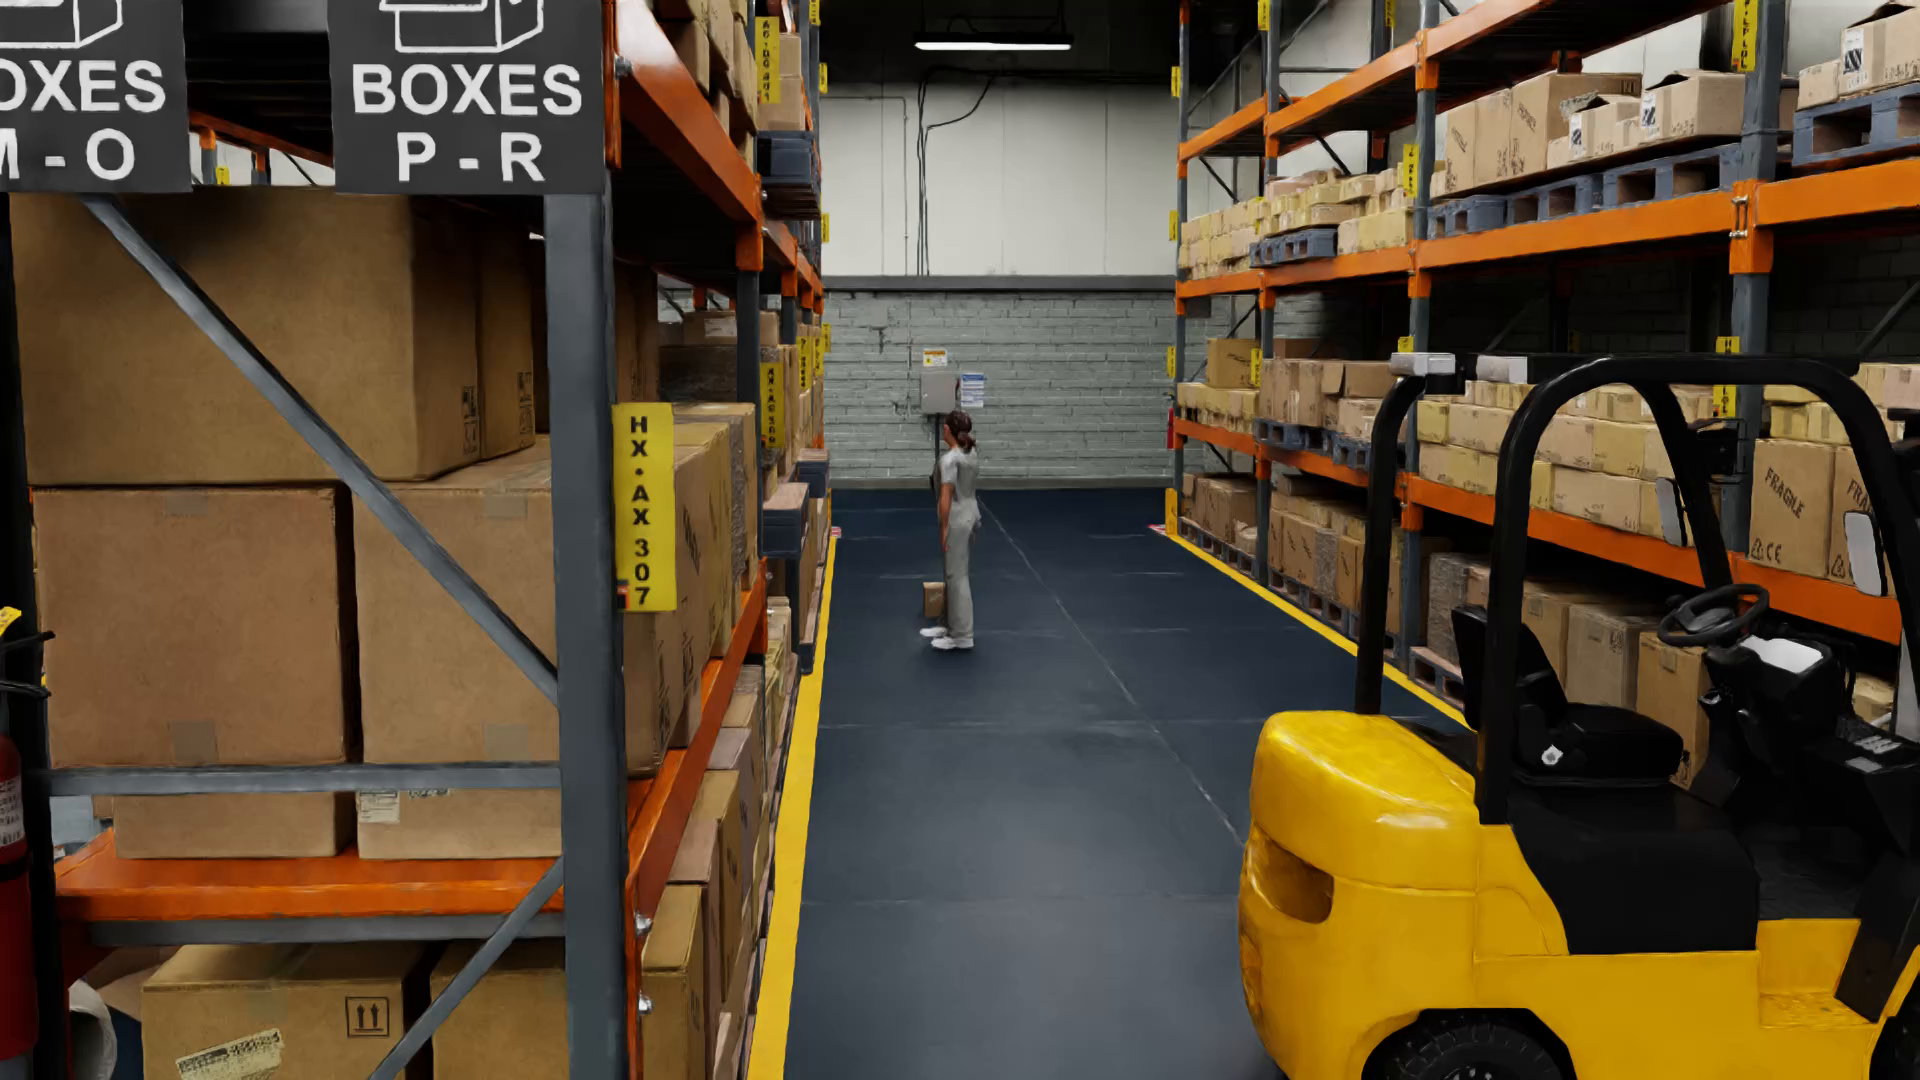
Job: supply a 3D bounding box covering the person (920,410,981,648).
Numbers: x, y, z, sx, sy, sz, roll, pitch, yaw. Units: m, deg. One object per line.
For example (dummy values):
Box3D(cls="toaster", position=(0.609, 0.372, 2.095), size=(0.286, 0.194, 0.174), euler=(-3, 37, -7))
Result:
Box3D(cls="person", position=(-0.080, -0.087, 11.796), size=(0.482, 1.675, 0.471), euler=(3, 8, 26))
